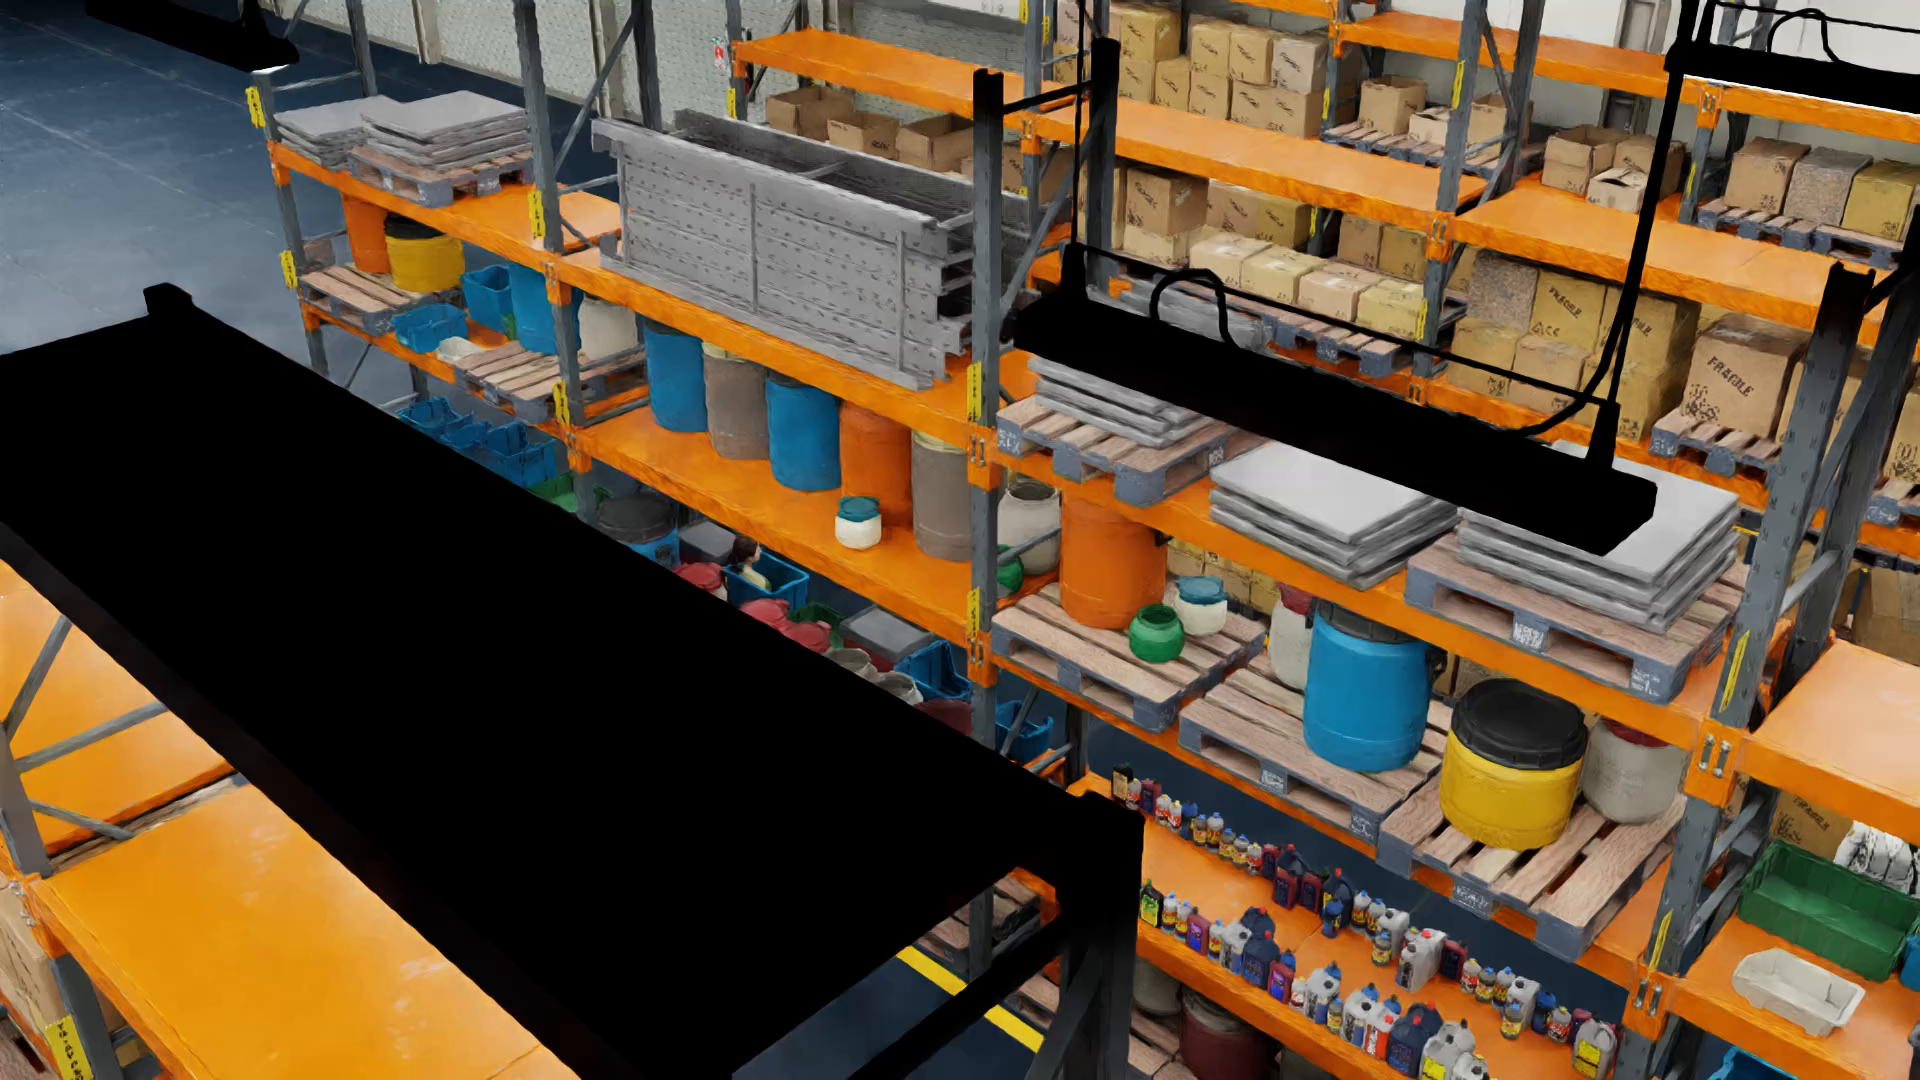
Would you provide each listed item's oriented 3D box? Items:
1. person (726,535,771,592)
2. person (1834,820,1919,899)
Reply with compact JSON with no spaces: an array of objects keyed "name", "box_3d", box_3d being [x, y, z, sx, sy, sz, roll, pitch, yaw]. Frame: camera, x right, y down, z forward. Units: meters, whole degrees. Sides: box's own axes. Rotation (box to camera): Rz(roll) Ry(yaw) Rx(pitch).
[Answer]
[{"name":"person","box_3d":[-1.639,0.714,12.847,0.525,1.672,0.483,20,35,31]},{"name":"person","box_3d":[5.801,2.224,10.559,0.548,1.683,0.337,15,33,25]}]
